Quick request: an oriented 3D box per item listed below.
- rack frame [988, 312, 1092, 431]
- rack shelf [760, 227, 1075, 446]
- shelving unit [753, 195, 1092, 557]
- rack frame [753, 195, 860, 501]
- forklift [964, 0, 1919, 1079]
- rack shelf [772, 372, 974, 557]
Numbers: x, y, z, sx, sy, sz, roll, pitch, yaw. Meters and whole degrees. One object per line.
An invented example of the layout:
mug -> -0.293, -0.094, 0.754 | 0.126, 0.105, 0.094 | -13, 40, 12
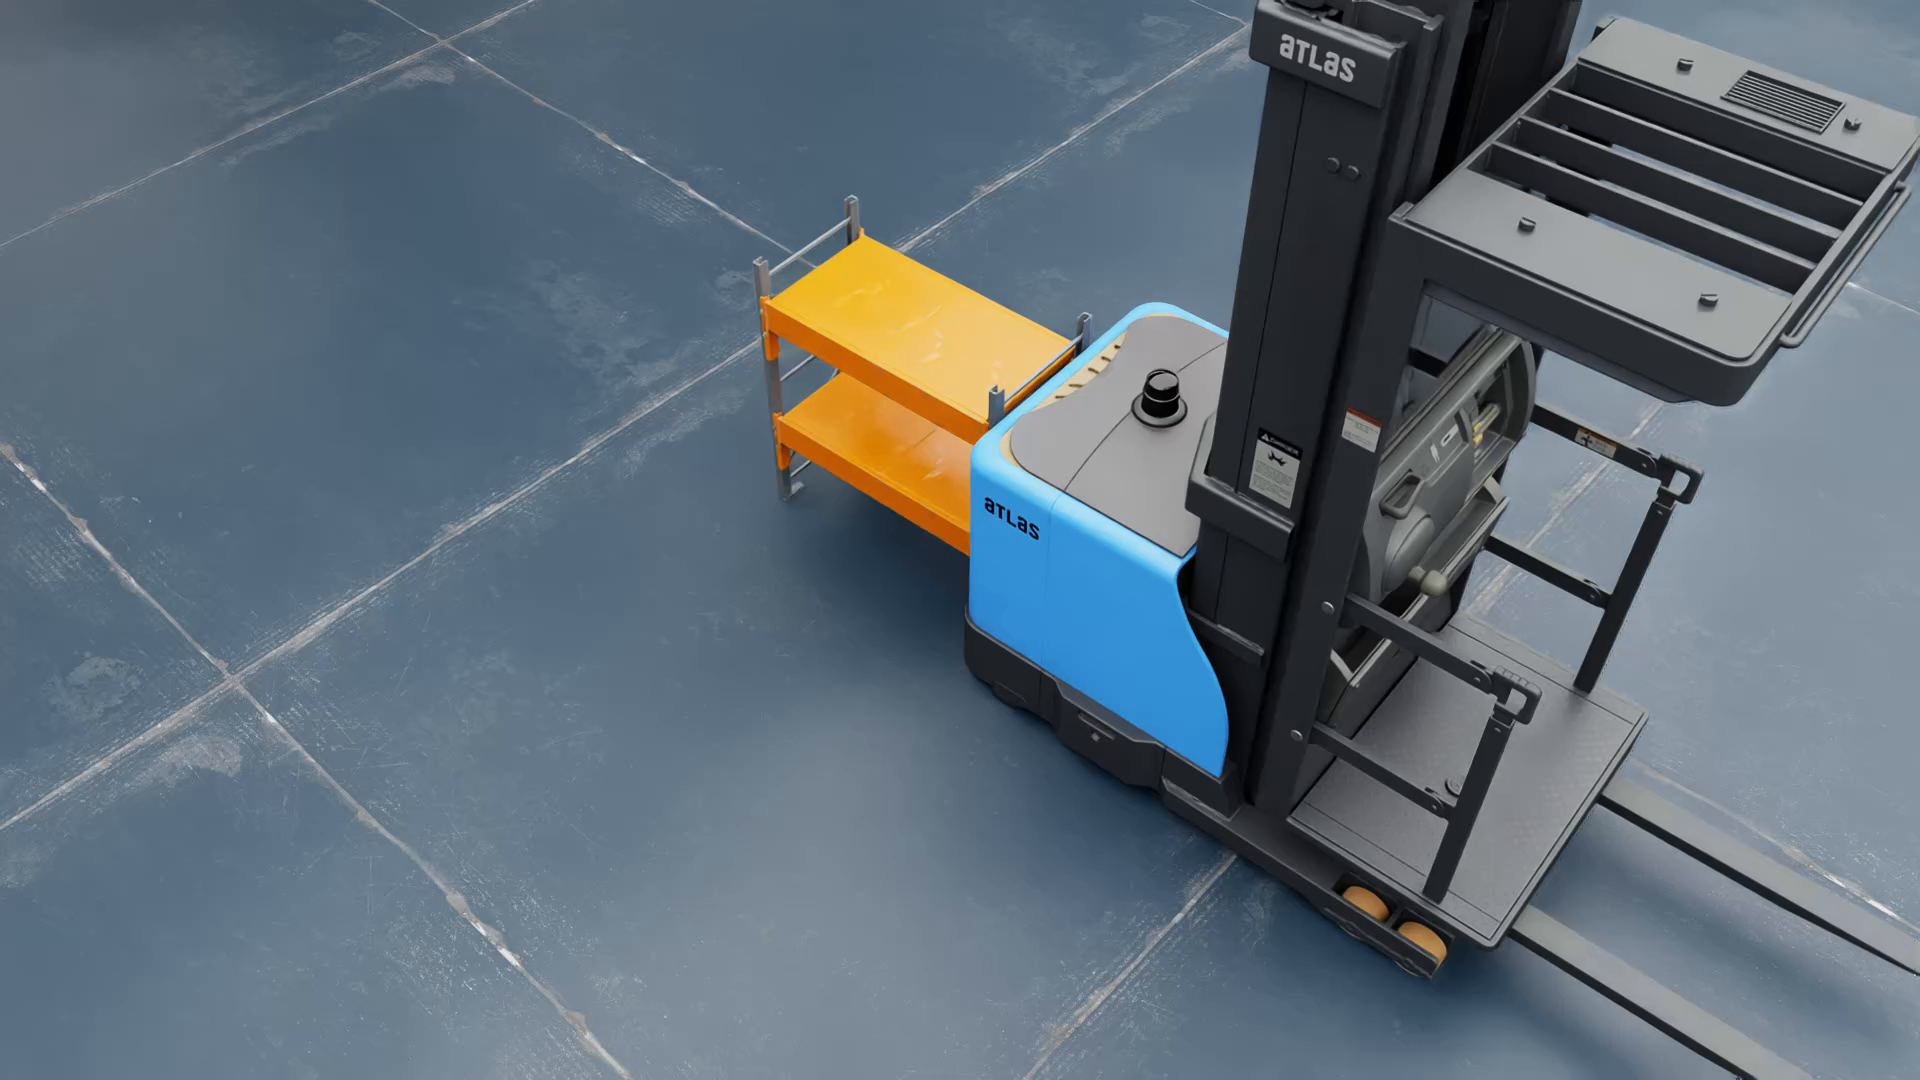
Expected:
rack frame -> 0.258, -0.210, 5.676 | 0.032, 1.125, 0.500 | 31, 54, 26
rack shelf -> -0.134, -0.646, 5.684 | 1.000, 0.278, 0.538 | 31, 54, 26
shelving unit -> -0.134, -0.446, 5.897 | 1.048, 1.125, 0.538 | 31, 54, 26
rack frame -> -0.526, -0.681, 6.118 | 0.032, 1.125, 0.500 | 31, 54, 26
forklift -> 1.474, -0.132, 4.364 | 3.031, 2.935, 1.130 | 31, 54, 26
rack shelf -> -0.134, -0.278, 6.075 | 1.000, 0.278, 0.538 | 31, 54, 26
